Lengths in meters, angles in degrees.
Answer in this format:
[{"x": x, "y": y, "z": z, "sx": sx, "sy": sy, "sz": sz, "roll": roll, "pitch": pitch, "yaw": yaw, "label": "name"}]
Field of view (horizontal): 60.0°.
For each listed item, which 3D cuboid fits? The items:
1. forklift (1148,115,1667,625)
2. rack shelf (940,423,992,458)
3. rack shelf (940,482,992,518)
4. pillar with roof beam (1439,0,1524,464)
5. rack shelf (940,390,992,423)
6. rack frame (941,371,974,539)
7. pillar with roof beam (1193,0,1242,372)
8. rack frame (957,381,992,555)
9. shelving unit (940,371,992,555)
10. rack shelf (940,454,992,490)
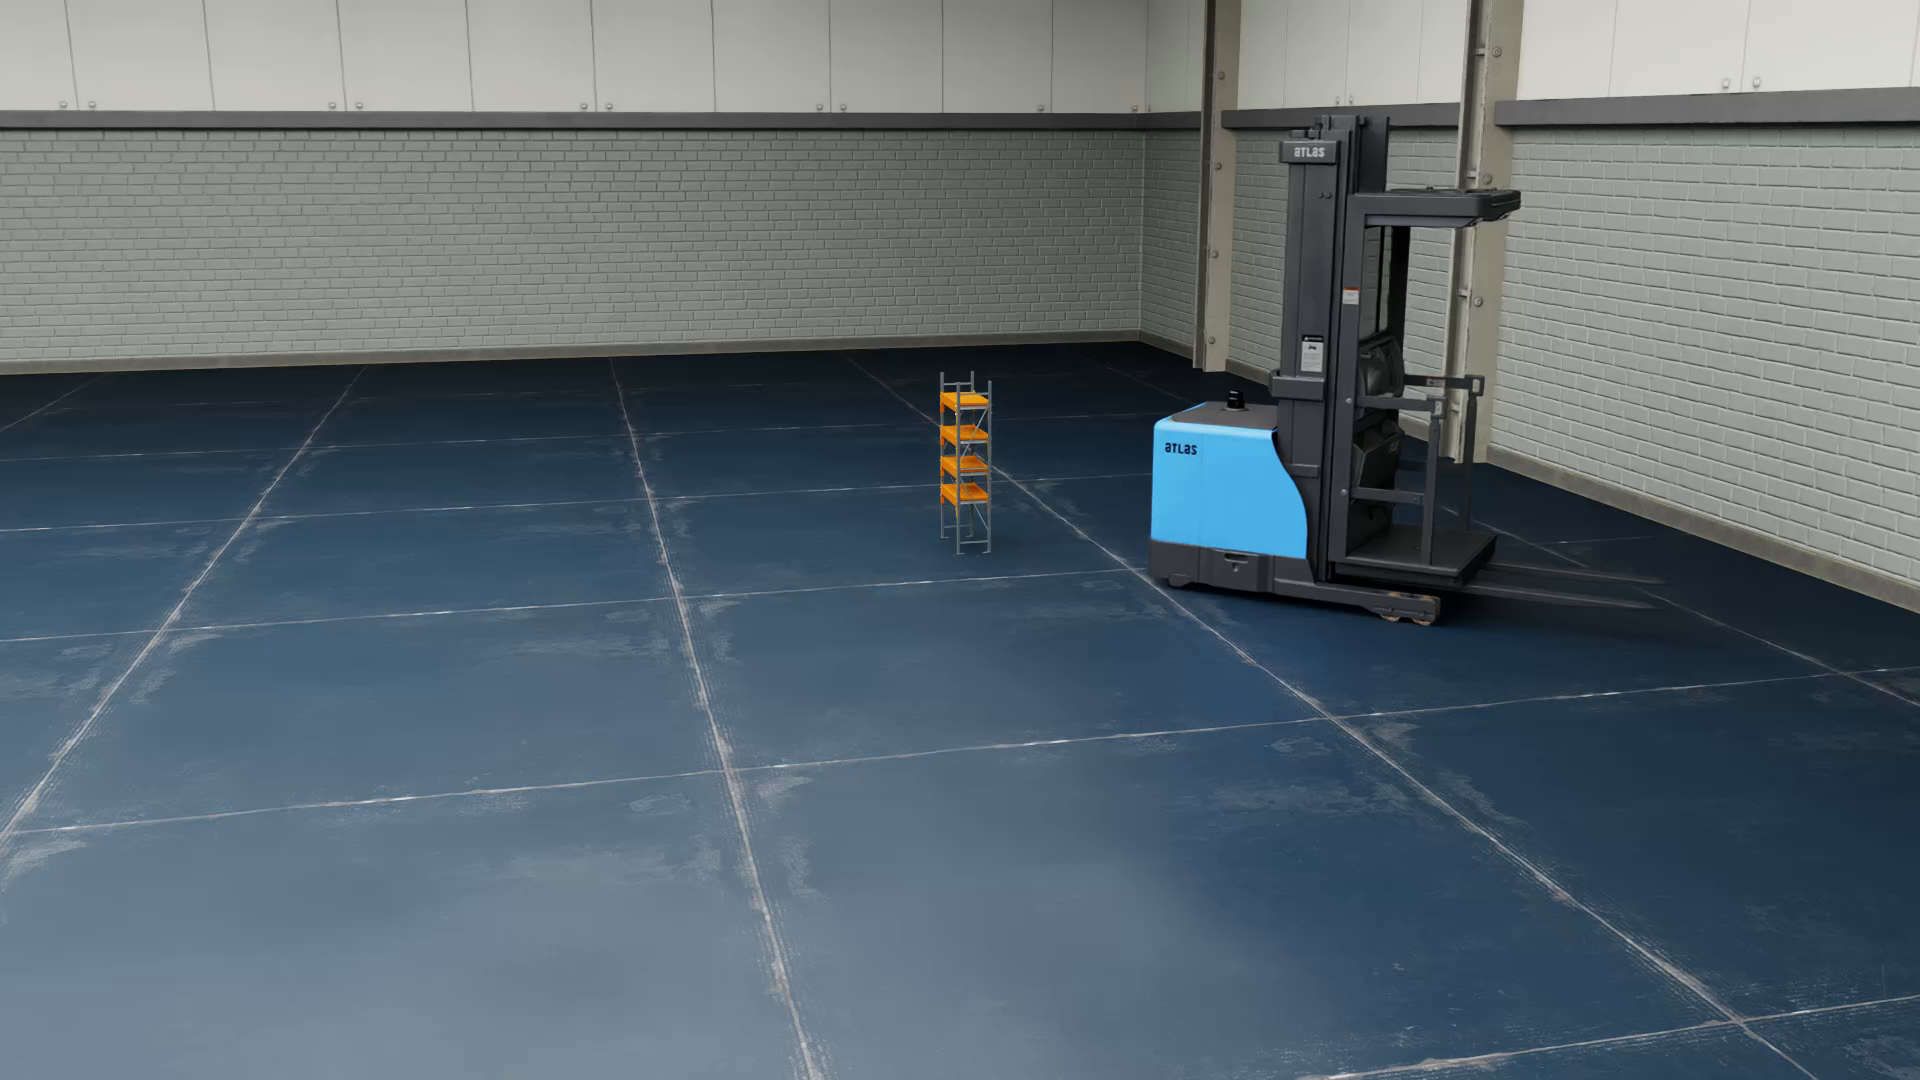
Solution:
[{"x": 2.753, "y": -1.062, "z": 10.098, "sx": 3.031, "sy": 2.935, "sz": 1.130, "roll": 7, "pitch": 16, "yaw": 28, "label": "forklift"}, {"x": 0.039, "y": -0.697, "z": 11.591, "sx": 0.258, "sy": 0.148, "sz": 0.480, "roll": -3, "pitch": 14, "yaw": -13, "label": "rack shelf"}, {"x": 0.039, "y": -0.286, "z": 11.691, "sx": 0.258, "sy": 0.148, "sz": 0.480, "roll": -3, "pitch": 14, "yaw": -13, "label": "rack shelf"}, {"x": 0.320, "y": -4.861, "z": 12.861, "sx": 9.100, "sy": 9.000, "sz": 0.400, "roll": -3, "pitch": 14, "yaw": -13, "label": "pillar with roof beam"}, {"x": 0.039, "y": -0.926, "z": 11.535, "sx": 0.258, "sy": 0.148, "sz": 0.480, "roll": -3, "pitch": 14, "yaw": -13, "label": "rack shelf"}, {"x": -0.018, "y": -0.601, "z": 11.859, "sx": 0.240, "sy": 1.200, "sz": 0.015, "roll": -3, "pitch": 14, "yaw": -13, "label": "rack frame"}, {"x": -1.089, "y": -6.245, "z": 18.527, "sx": 9.100, "sy": 9.000, "sz": 0.400, "roll": -3, "pitch": 14, "yaw": -13, "label": "pillar with roof beam"}, {"x": 0.096, "y": -0.488, "z": 11.398, "sx": 0.240, "sy": 1.200, "sz": 0.015, "roll": -3, "pitch": 14, "yaw": -13, "label": "rack frame"}, {"x": 0.039, "y": -0.545, "z": 11.628, "sx": 0.258, "sy": 1.200, "sz": 0.503, "roll": -3, "pitch": 14, "yaw": -13, "label": "shelving unit"}, {"x": 0.039, "y": -0.479, "z": 11.644, "sx": 0.258, "sy": 0.148, "sz": 0.480, "roll": -3, "pitch": 14, "yaw": -13, "label": "rack shelf"}]
